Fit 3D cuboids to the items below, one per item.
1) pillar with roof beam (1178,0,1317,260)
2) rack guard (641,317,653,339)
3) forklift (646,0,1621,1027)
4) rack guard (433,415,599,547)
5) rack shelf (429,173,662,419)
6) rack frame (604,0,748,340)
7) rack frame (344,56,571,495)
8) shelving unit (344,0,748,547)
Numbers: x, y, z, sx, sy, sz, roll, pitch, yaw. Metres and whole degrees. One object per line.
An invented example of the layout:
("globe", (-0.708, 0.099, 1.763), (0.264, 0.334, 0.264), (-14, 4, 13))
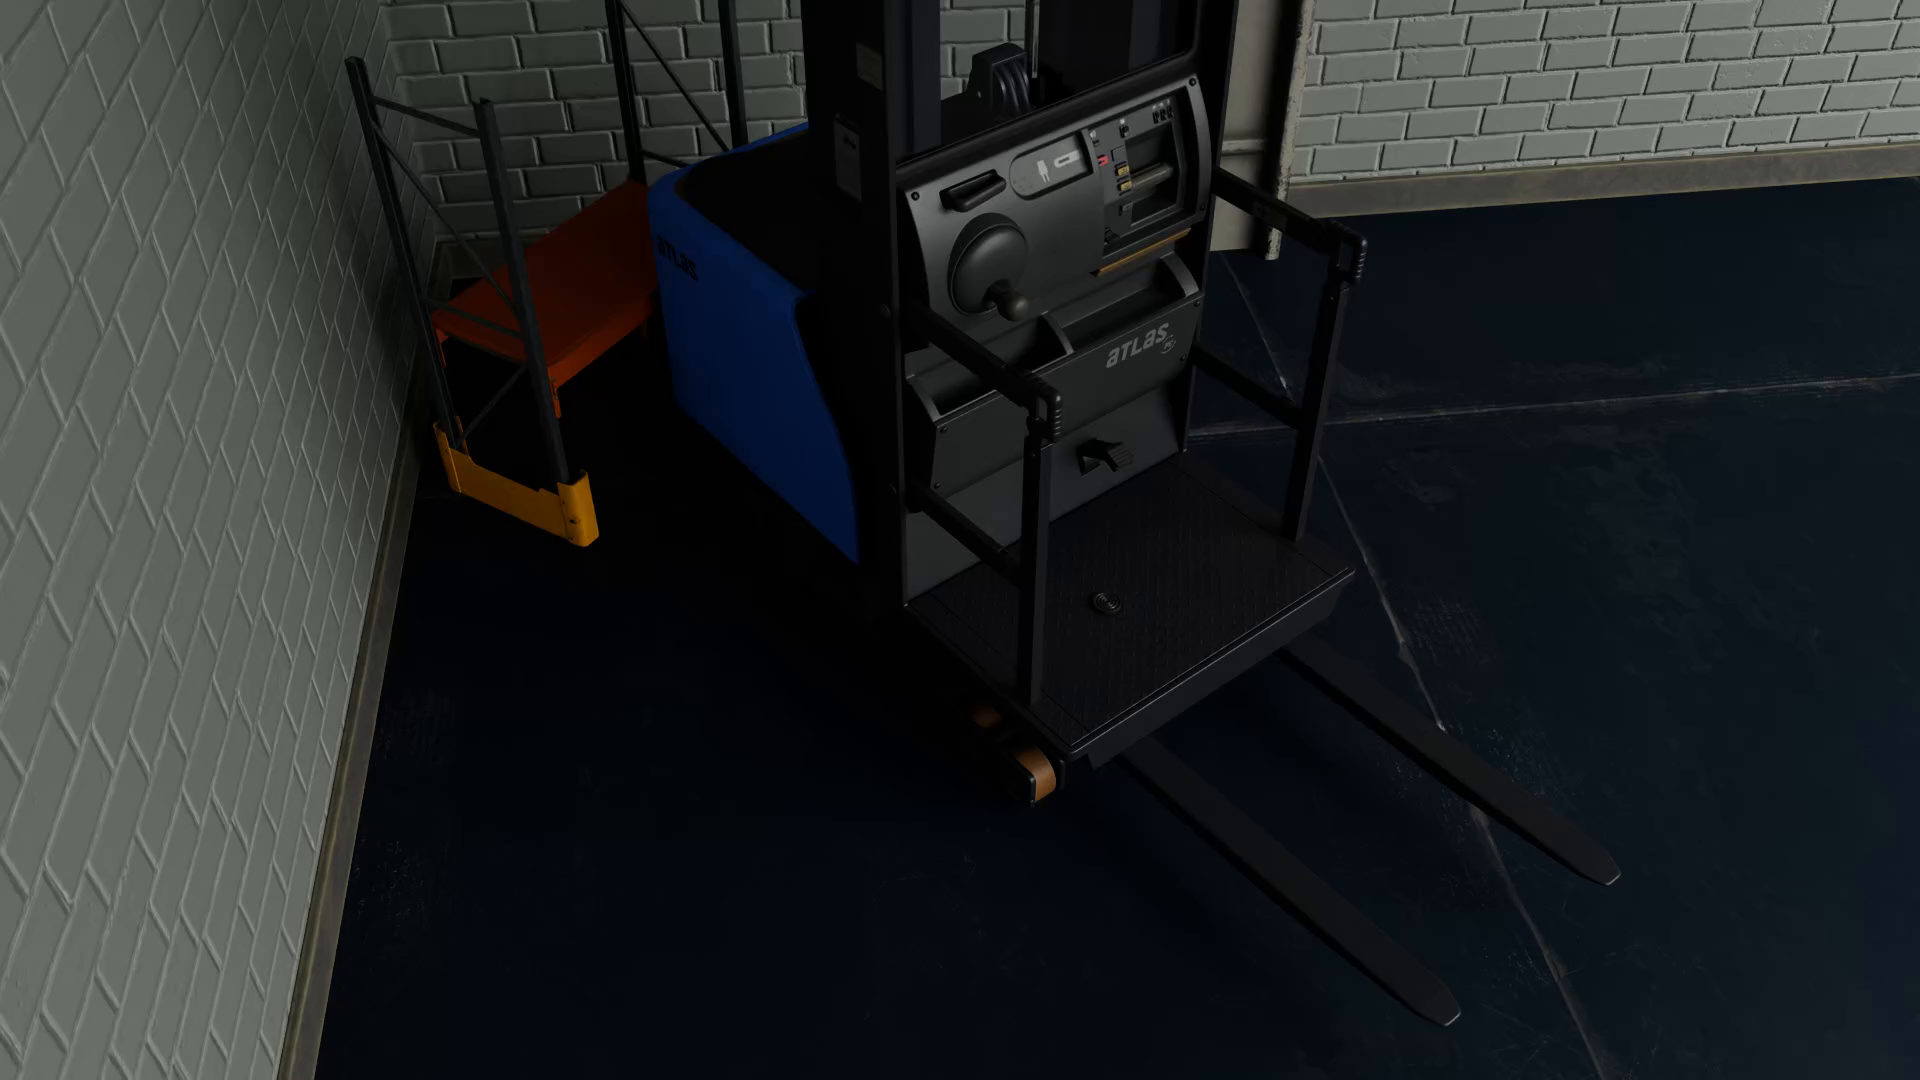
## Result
("pillar with roof beam", (1.580, -1.660, 0.372), (0.400, 9.000, 9.100), (-5, 42, -6))
("rack guard", (-0.897, -0.763, 5.909), (0.587, 0.250, 0.087), (22, 46, 22))
("forklift", (0.391, -0.764, 3.909), (1.130, 2.935, 3.031), (-28, 49, -28))
("rack guard", (-1.408, -0.191, 5.275), (0.587, 0.250, 0.087), (22, 46, 22))
("rack shelf", (-1.157, -0.802, 5.288), (0.538, 0.185, 1.000), (22, 46, 22))
("rack frame", (-0.896, -1.228, 5.492), (0.500, 1.500, 0.032), (22, 46, 22))
("rack frame", (-1.418, -0.644, 4.844), (0.500, 1.500, 0.032), (22, 46, 22))
("shelving unit", (-1.152, -0.941, 5.173), (0.587, 1.500, 1.083), (22, 46, 22))
